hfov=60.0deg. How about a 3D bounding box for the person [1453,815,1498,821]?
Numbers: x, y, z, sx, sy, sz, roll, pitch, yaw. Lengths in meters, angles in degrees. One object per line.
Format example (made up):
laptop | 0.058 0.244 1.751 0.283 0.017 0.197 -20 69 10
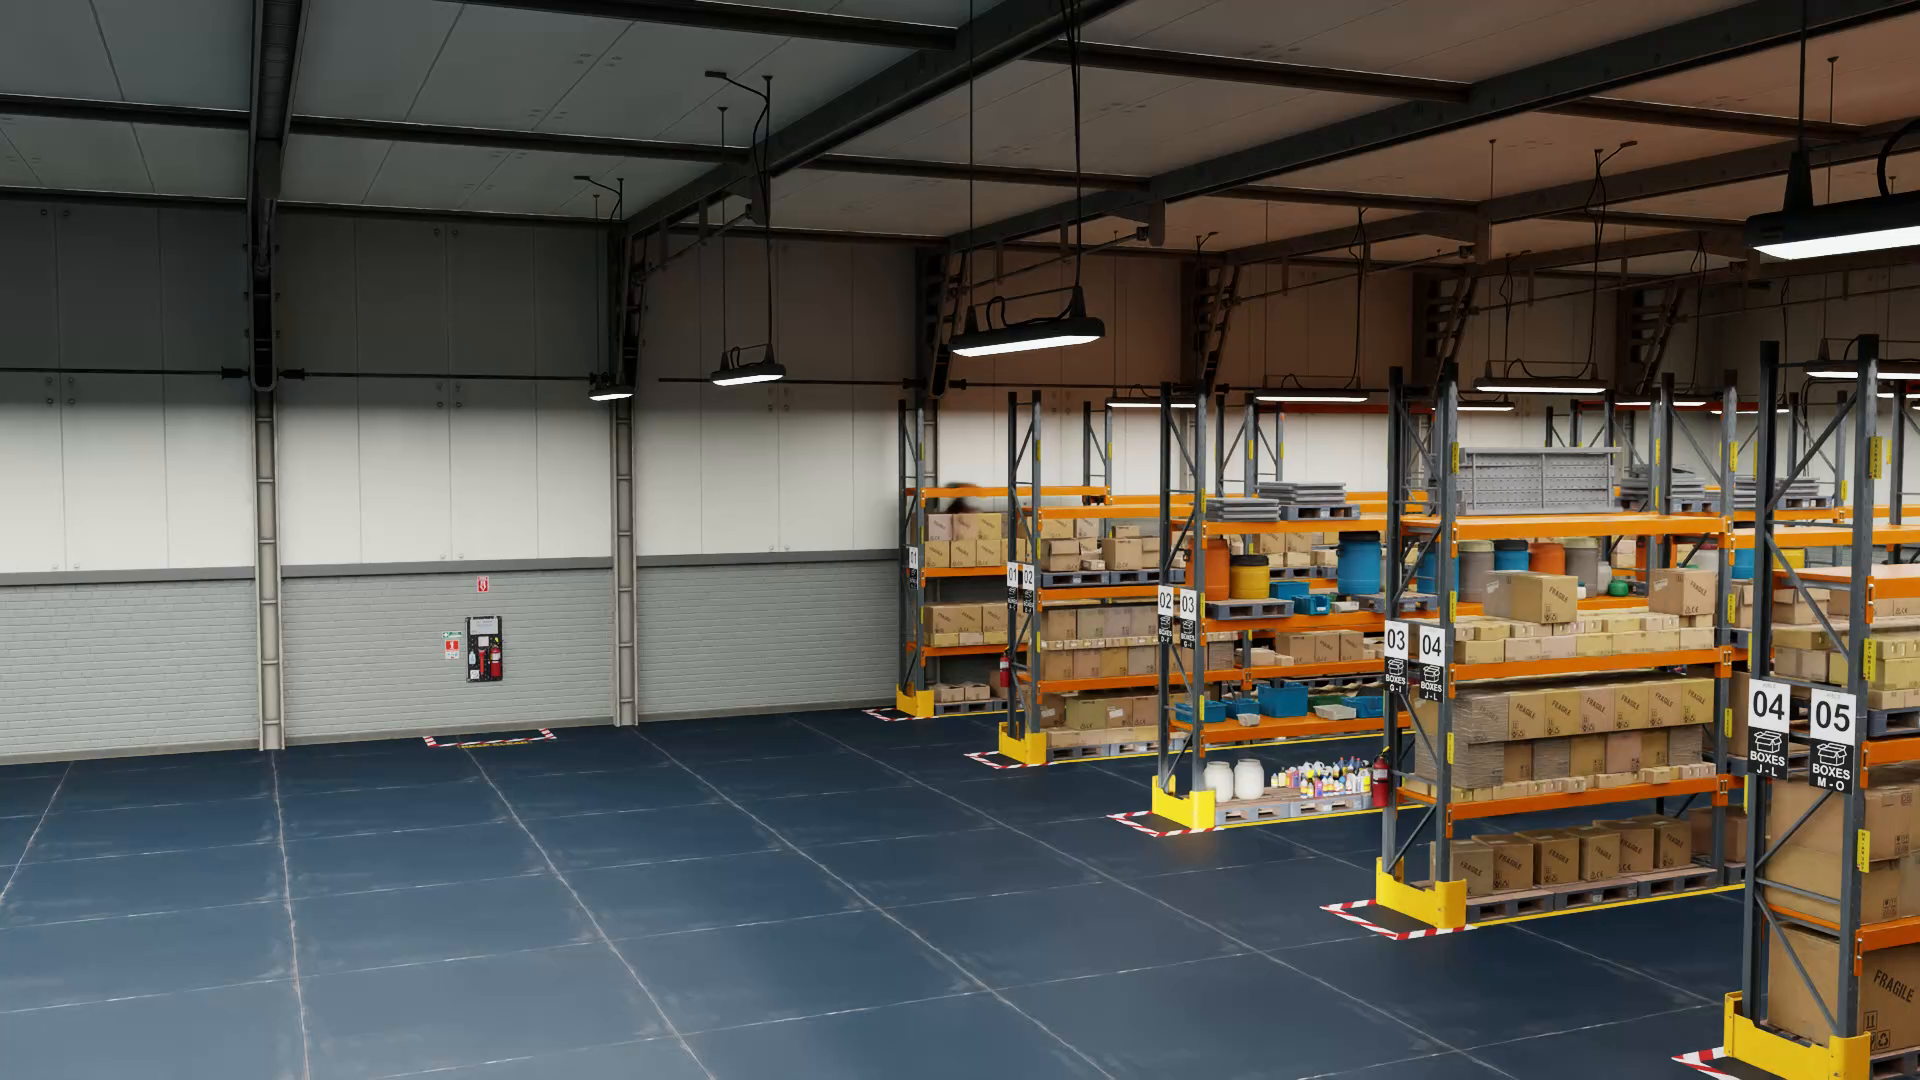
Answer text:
person | 7.104 3.008 22.720 0.941 1.723 0.484 -1 4 -21
